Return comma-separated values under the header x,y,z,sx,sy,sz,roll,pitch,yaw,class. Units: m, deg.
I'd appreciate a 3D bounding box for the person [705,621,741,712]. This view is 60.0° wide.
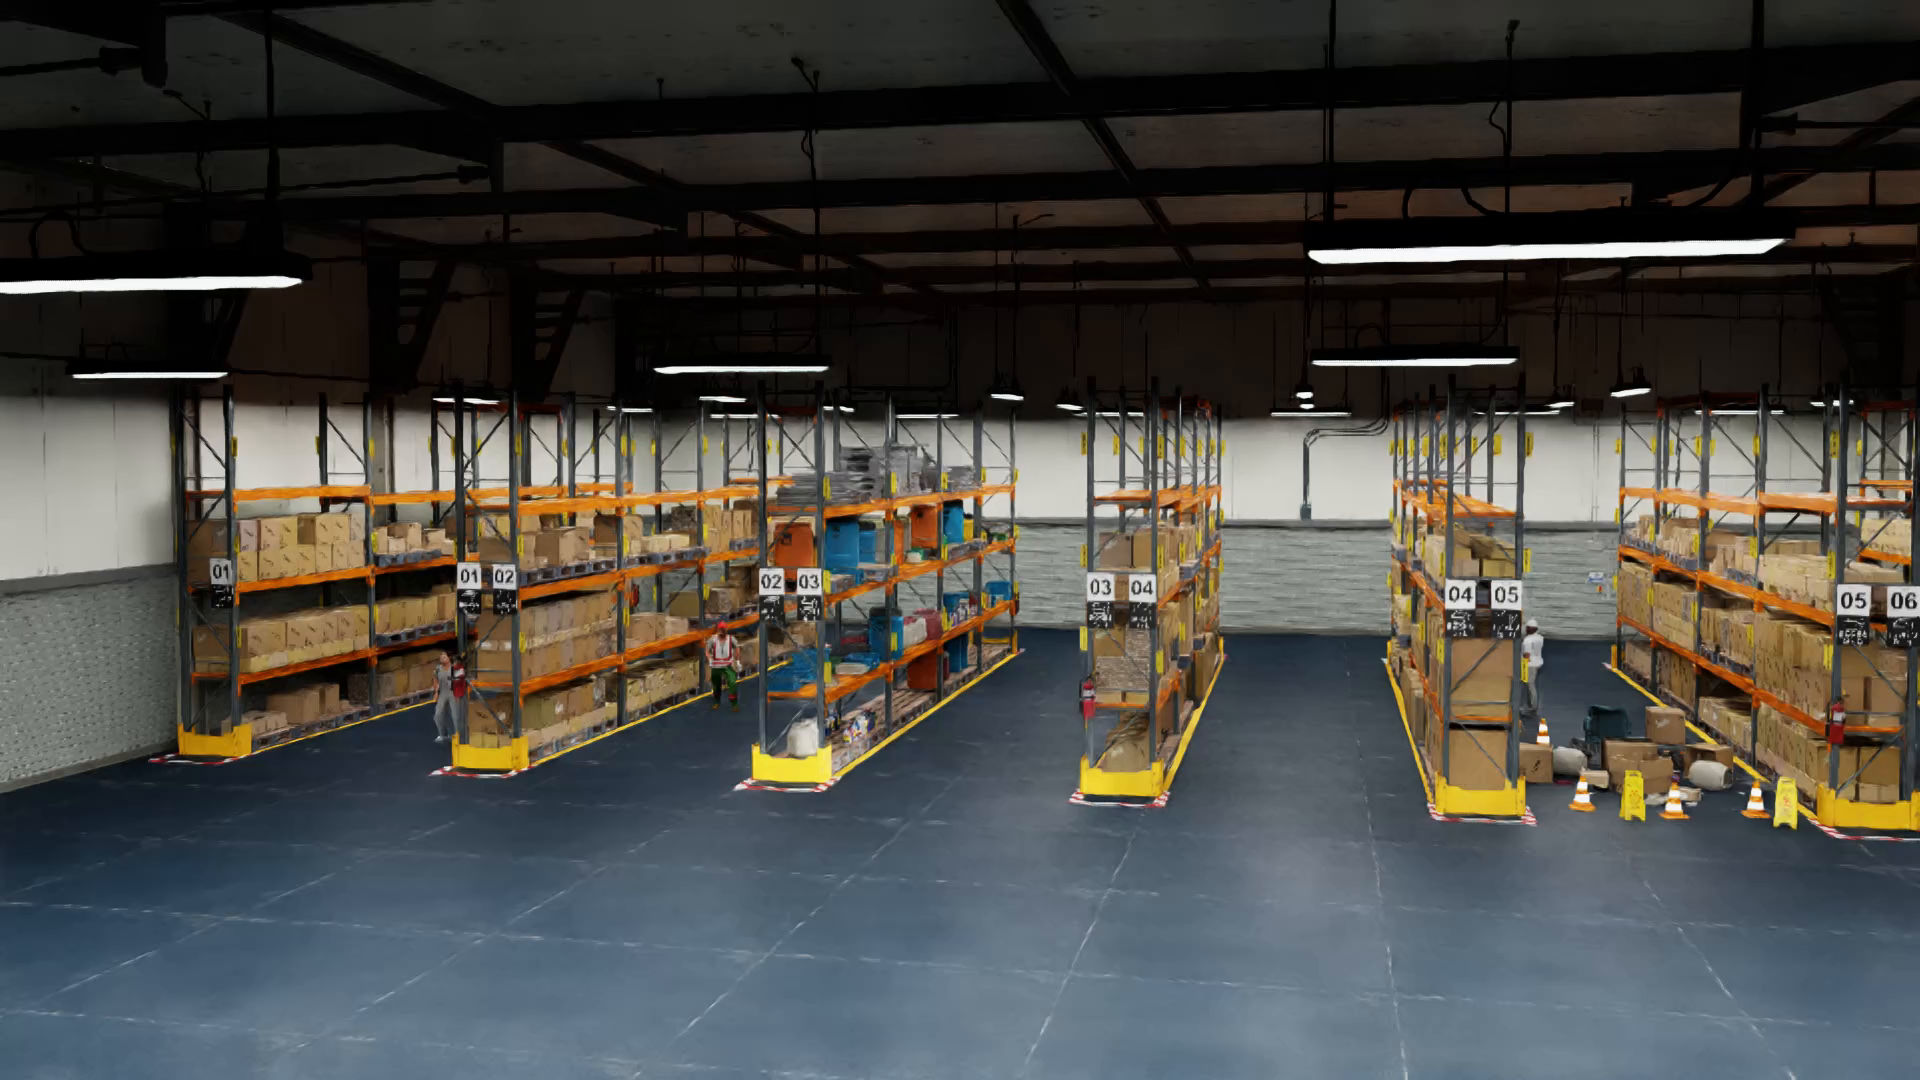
x,y,z,sx,sy,sz,roll,pitch,yaw,class
-4.473,2.372,31.446,0.684,1.714,0.845,0,3,-4,person

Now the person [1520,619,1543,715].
x,y,z,sx,sy,sz,roll,pitch,yaw,class
10.643,2.362,31.127,0.502,1.764,0.624,3,4,43,person

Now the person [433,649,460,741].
x,y,z,sx,sy,sz,roll,pitch,yaw,class
-8.615,2.629,28.070,0.580,1.619,0.507,1,3,10,person

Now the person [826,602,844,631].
x,y,z,sx,sy,sz,roll,pitch,yaw,class
-3.559,1.646,44.781,0.584,1.697,0.974,2,4,33,person
